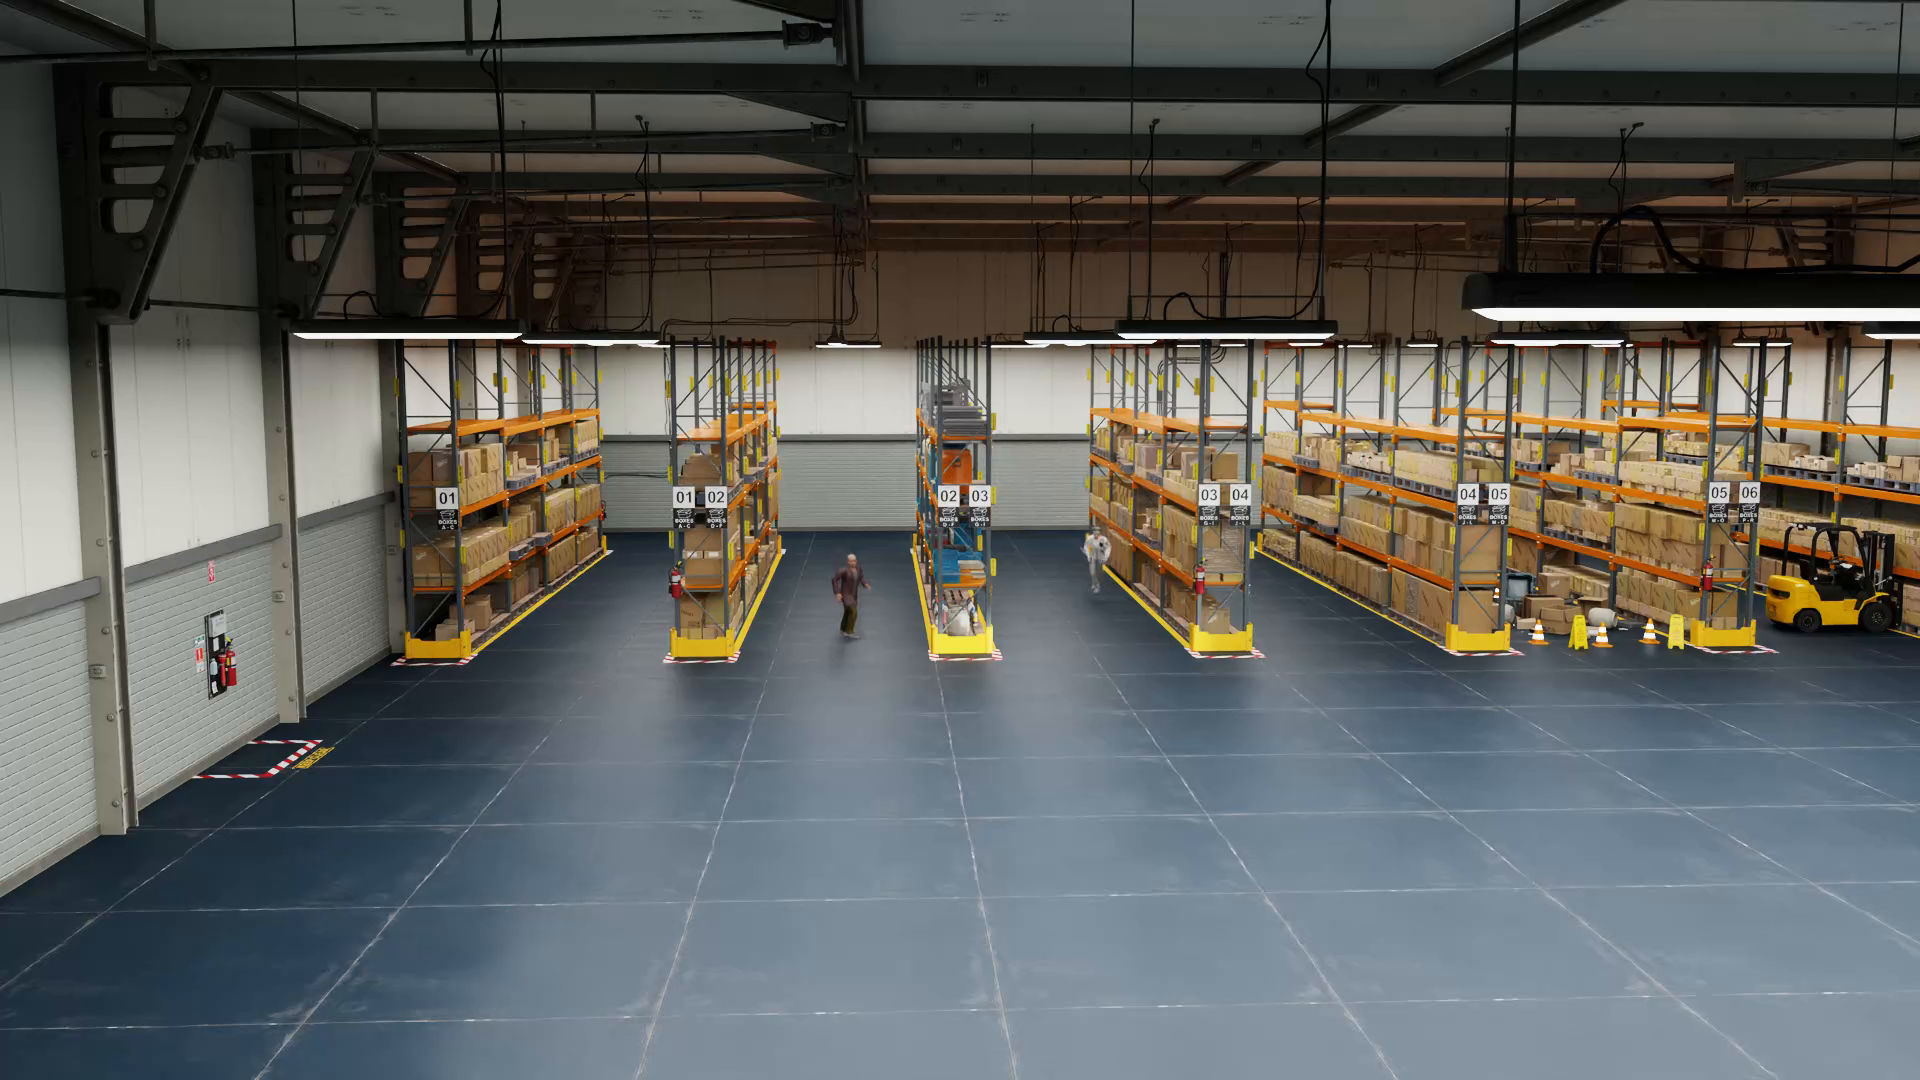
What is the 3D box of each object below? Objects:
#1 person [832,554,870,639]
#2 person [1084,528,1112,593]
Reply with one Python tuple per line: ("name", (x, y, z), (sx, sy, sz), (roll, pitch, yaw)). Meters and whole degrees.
("person", (-2.171, 1.132, 33.256), (0.876, 1.737, 0.715), (4, 8, 32))
("person", (3.110, 0.439, 37.553), (0.624, 1.512, 0.863), (1, 7, 6))
